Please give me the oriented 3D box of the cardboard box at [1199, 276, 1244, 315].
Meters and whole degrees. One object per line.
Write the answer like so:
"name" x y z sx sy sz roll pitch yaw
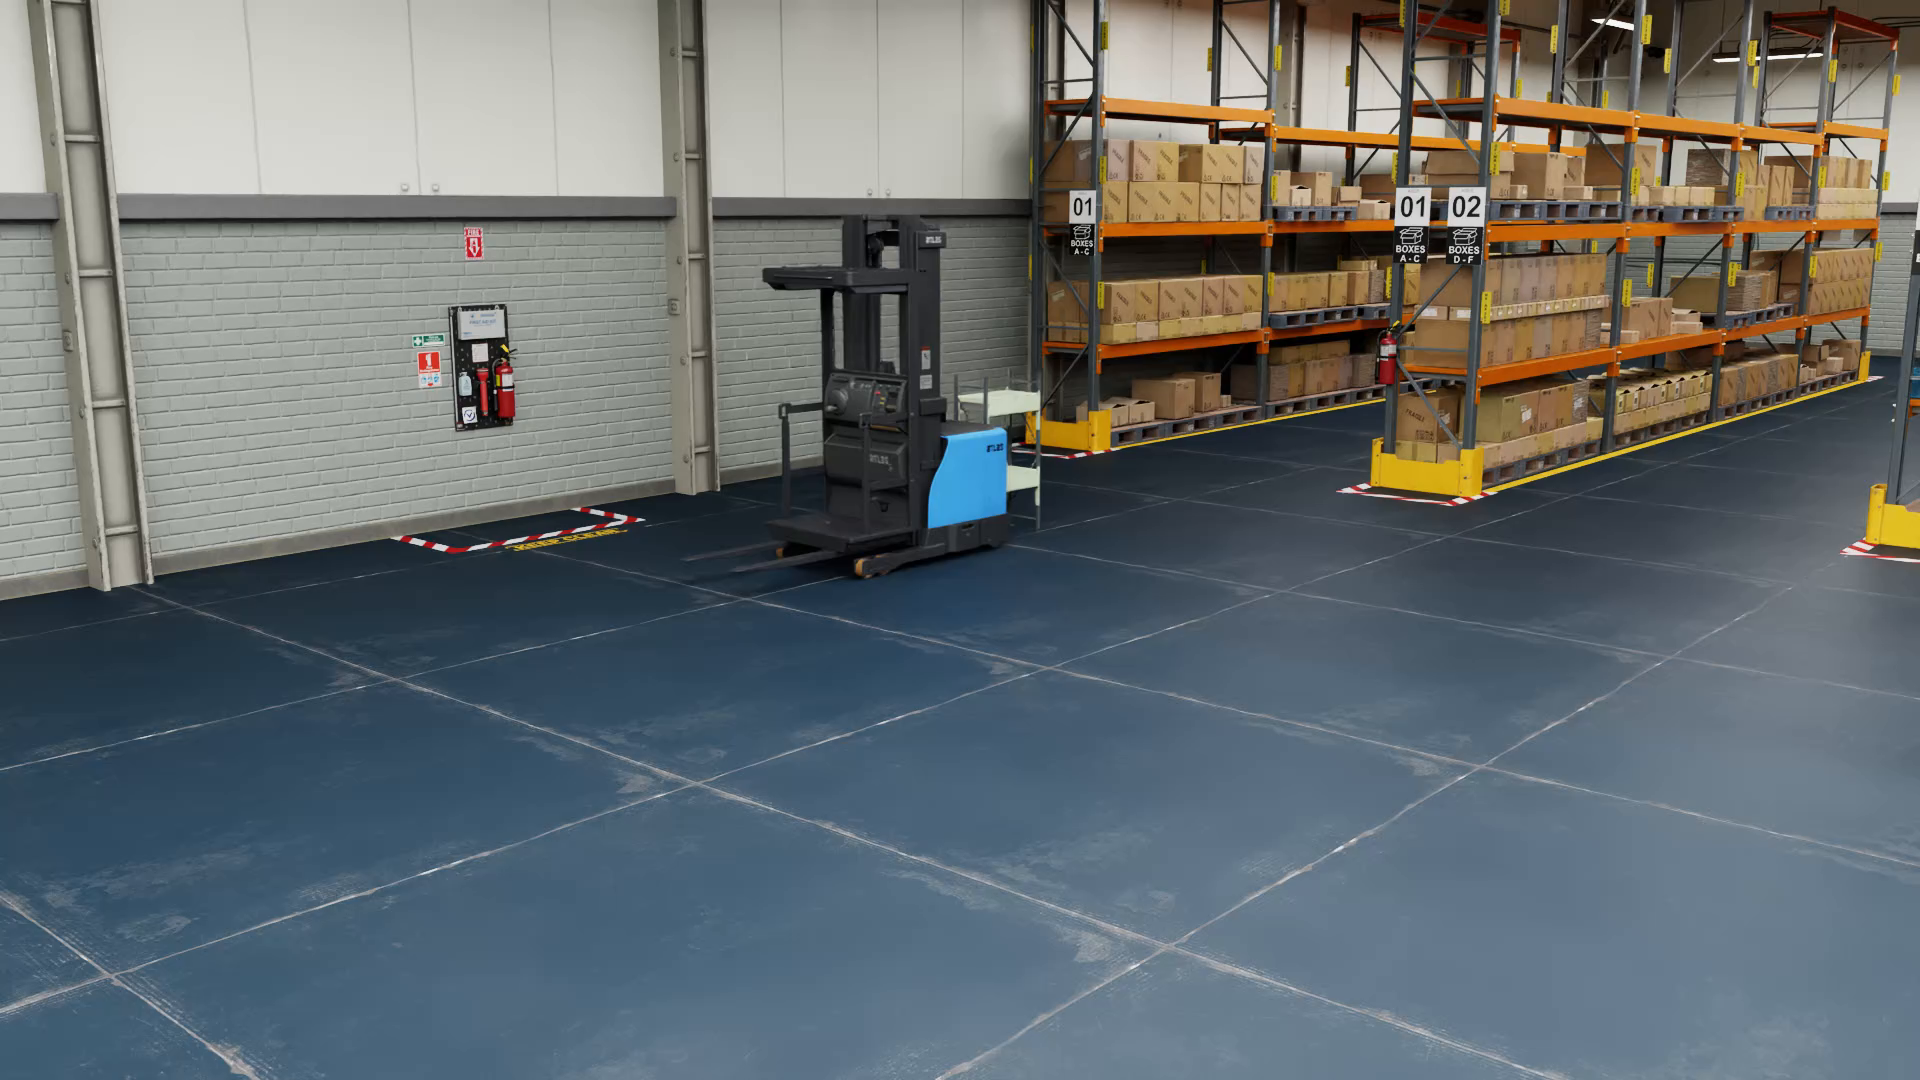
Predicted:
"cardboard box" 3.560 -3.372 22.890 0.500 0.500 0.500 10 15 40

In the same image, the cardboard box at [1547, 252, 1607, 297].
"cardboard box" 7.400 -3.231 20.199 0.700 0.500 0.500 10 15 41

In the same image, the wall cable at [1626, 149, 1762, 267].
"wall cable" 15.888 -7.222 36.362 3.097 2.526 0.112 10 15 40

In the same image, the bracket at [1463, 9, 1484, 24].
"bracket" 9.051 -9.243 29.364 0.235 0.232 0.430 10 15 40

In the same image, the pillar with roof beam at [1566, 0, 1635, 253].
"pillar with roof beam" 16.252 -7.911 31.885 9.100 9.000 0.548 10 15 40

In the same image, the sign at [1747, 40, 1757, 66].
"sign" 10.748 -6.606 22.562 0.100 0.325 0.005 10 15 40

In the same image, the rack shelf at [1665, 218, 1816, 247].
"rack shelf" 11.649 -4.612 24.863 1.077 0.370 4.000 10 15 40

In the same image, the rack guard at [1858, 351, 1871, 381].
"rack guard" 15.559 -3.140 29.695 1.175 0.500 0.348 10 15 40

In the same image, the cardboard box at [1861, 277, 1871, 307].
"cardboard box" 15.518 -4.325 28.991 0.500 0.500 0.500 10 15 42

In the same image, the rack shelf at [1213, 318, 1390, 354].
"rack shelf" 5.285 -3.193 25.415 1.077 0.370 4.000 10 15 40

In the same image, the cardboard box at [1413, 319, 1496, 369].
"cardboard box" 5.366 -2.139 18.046 0.700 0.500 0.500 10 15 40

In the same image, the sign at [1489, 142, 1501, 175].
"sign" 5.461 -3.889 16.970 0.100 0.325 0.005 10 15 40

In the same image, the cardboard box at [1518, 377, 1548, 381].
"cardboard box" 6.823 -1.735 20.309 0.500 0.500 0.500 10 15 40

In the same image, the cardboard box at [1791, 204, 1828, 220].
"cardboard box" 13.476 -5.226 26.479 0.500 0.250 0.500 10 15 40

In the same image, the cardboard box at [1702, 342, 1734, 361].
"cardboard box" 11.476 -2.886 25.383 0.500 0.250 0.500 9 15 39

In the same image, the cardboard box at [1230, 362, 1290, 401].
"cardboard box" 4.438 -2.352 24.626 0.700 0.500 0.500 10 15 42

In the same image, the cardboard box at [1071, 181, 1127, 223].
"cardboard box" 1.733 -4.210 20.703 0.500 0.500 0.500 10 15 42

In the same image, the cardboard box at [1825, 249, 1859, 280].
"cardboard box" 14.851 -4.664 28.135 0.500 0.500 0.500 10 15 42

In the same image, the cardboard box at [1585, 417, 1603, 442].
"cardboard box" 7.546 -1.373 20.412 0.500 0.250 0.500 10 15 40

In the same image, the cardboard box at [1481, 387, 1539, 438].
"cardboard box" 6.218 -1.448 18.872 0.500 0.500 0.500 10 15 40

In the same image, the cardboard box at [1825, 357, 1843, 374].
"cardboard box" 14.786 -2.997 28.492 0.500 0.250 0.500 10 15 40

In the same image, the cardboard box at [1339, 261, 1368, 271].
"cardboard box" 6.199 -4.319 26.181 0.380 0.149 0.250 7 13 31

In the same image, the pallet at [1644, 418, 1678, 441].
"pallet" 8.950 -1.538 22.411 1.003 0.211 1.213 10 15 40

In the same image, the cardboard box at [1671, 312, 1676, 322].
"cardboard box" 9.593 -3.050 23.089 0.500 0.311 0.500 10 15 40

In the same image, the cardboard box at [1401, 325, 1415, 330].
"cardboard box" 7.772 -3.211 28.085 0.750 0.750 0.750 10 15 40

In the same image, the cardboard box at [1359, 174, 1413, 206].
"cardboard box" 6.876 -5.653 26.858 0.700 0.500 0.500 8 14 36

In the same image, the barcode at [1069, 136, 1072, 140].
"barcode" 1.417 -5.137 21.311 0.001 0.075 0.075 10 15 40

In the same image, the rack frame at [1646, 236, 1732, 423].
"rack frame" 10.329 -3.200 23.613 1.000 3.000 0.127 10 15 40

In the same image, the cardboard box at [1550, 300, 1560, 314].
"cardboard box" 6.657 -2.685 19.123 0.380 0.149 0.250 10 15 42

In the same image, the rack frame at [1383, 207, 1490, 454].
"rack frame" 5.048 -2.023 17.720 1.000 3.000 0.127 10 15 40

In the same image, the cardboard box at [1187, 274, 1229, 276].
"cardboard box" 3.498 -3.513 23.599 0.500 0.500 0.500 9 15 39

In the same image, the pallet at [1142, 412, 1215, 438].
"pallet" 2.743 -1.600 22.724 1.003 0.211 1.213 10 15 40

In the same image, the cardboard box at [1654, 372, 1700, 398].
"cardboard box" 9.830 -2.146 22.854 0.500 0.311 0.500 9 15 39

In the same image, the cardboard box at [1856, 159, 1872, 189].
"cardboard box" 15.283 -6.310 28.716 0.700 0.500 0.500 10 15 40

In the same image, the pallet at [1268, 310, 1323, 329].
"pallet" 4.579 -3.251 24.358 1.003 0.211 1.213 10 15 40

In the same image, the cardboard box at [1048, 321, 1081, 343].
"cardboard box" 1.487 -2.693 21.407 0.500 0.250 0.500 10 15 41

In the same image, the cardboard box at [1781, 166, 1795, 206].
"cardboard box" 12.581 -5.499 25.882 0.600 0.600 0.600 8 14 35

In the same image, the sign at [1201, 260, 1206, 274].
"sign" 3.545 -3.890 24.114 0.100 0.325 0.005 10 15 40

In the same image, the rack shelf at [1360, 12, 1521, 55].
"rack shelf" 7.925 -8.353 27.448 1.077 0.370 4.000 10 15 40

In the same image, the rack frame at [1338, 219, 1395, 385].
"rack frame" 6.605 -3.840 26.817 1.000 3.000 0.127 10 15 40

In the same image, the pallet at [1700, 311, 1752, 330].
"pallet" 10.723 -3.215 24.177 1.213 0.211 1.003 10 15 40

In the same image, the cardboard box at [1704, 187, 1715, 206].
"cardboard box" 10.071 -4.729 22.923 0.500 0.250 0.500 8 14 36

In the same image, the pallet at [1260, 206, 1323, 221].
"pallet" 4.452 -4.707 23.981 1.213 0.211 1.003 10 15 40

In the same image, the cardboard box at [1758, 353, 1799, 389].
"cardboard box" 12.859 -2.669 26.213 0.500 0.500 0.500 10 15 40

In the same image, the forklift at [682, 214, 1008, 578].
"forklift" -0.947 -1.234 13.944 1.130 2.935 3.031 11 15 42

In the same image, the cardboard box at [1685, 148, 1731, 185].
"cardboard box" 10.621 -5.274 23.529 0.500 0.500 0.500 10 15 40

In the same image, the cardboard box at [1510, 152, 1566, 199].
"cardboard box" 6.349 -4.027 18.408 0.500 0.500 0.500 10 15 40

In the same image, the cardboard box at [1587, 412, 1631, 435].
"cardboard box" 8.141 -1.496 21.032 0.500 0.250 0.500 9 15 39

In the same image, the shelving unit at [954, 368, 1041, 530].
"shelving unit" 0.350 -0.805 15.450 0.431 1.500 0.755 11 15 42

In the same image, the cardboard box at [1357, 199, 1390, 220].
"cardboard box" 6.333 -5.136 25.825 0.500 0.311 0.500 10 15 40

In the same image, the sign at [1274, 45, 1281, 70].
"sign" 4.360 -6.617 22.819 0.100 0.325 0.005 10 15 40

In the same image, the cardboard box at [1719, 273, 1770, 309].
"cardboard box" 11.849 -3.776 25.168 0.700 0.500 0.500 6 13 26

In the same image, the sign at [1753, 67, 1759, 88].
"sign" 12.574 -7.300 26.238 0.100 0.325 0.005 10 15 40

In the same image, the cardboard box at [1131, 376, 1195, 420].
"cardboard box" 2.747 -1.928 22.505 0.700 0.500 0.500 9 14 37
